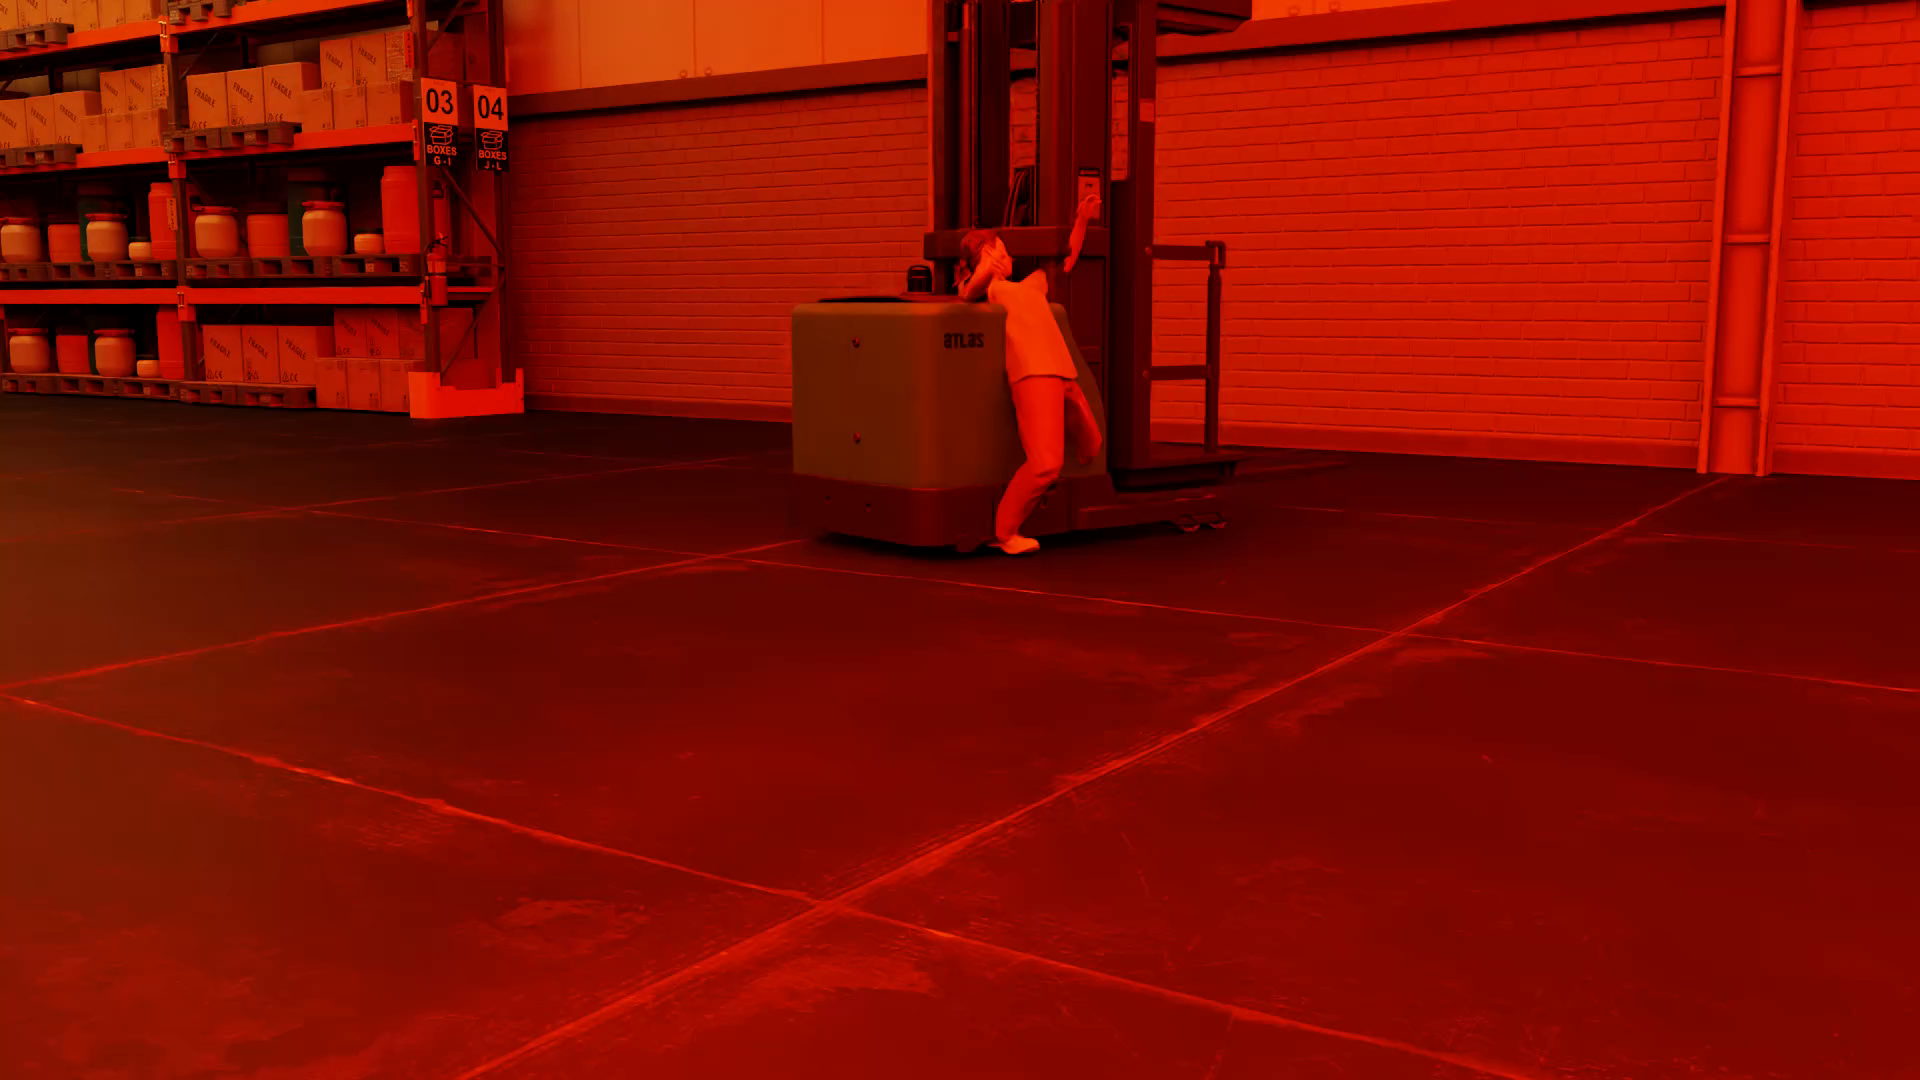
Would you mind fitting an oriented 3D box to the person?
[{"bbox_3d":[0.197,-0.706,7.079,0.642,1.522,0.992,3,9,22],"label":"person"}]

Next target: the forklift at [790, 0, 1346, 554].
[{"bbox_3d":[0.682,-1.538,8.007,3.031,2.935,1.130,-7,10,-39],"label":"forklift"}]
